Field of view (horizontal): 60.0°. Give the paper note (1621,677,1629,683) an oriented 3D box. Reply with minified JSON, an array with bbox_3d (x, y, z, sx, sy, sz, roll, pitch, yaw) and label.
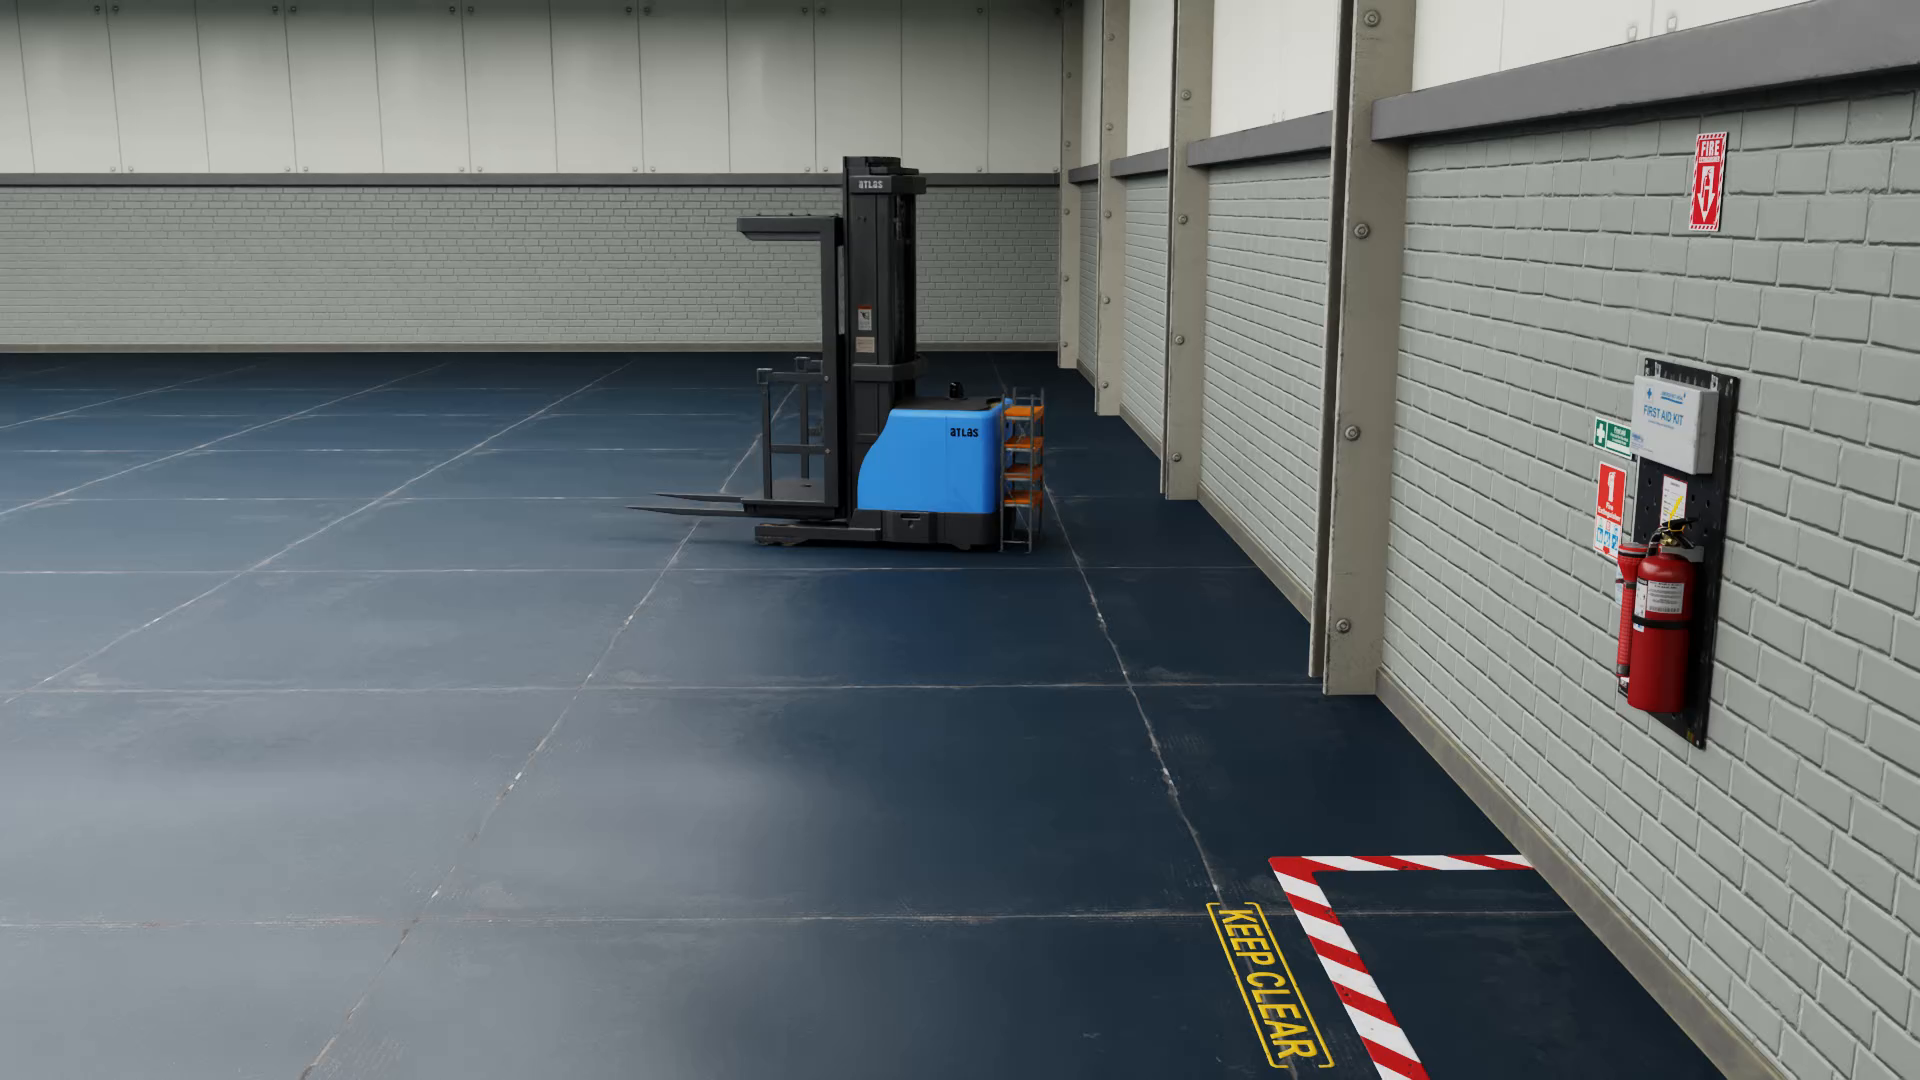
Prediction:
[{"bbox_3d":[2.292,0.420,5.659,0.016,0.148,0.142,0,11,-1],"label":"paper note"}]

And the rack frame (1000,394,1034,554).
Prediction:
[{"bbox_3d":[0.427,-0.491,12.459,0.240,1.200,0.015,3,12,11],"label":"rack frame"}]

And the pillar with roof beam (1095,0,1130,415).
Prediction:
[{"bbox_3d":[-2.436,-5.985,19.927,9.100,9.000,0.400,0,11,-1],"label":"pillar with roof beam"}]

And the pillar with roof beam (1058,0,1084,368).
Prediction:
[{"bbox_3d":[-2.560,-7.178,25.806,9.100,9.000,0.400,0,11,-1],"label":"pillar with roof beam"}]

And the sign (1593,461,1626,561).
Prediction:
[{"bbox_3d":[2.318,-0.104,5.937,0.001,0.329,0.234,0,11,-1],"label":"sign"}]

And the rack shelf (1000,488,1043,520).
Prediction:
[{"bbox_3d":[0.475,-0.278,12.747,0.258,0.148,0.480,3,12,11],"label":"rack shelf"}]

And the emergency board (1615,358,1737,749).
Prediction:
[{"bbox_3d":[2.227,0.024,5.396,0.194,1.169,0.643,0,11,-1],"label":"emergency board"}]

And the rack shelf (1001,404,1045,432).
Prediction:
[{"bbox_3d":[0.479,-0.924,12.615,0.258,0.148,0.480,3,12,11],"label":"rack shelf"}]

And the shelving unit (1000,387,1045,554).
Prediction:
[{"bbox_3d":[0.477,-0.539,12.694,0.258,1.200,0.503,3,12,11],"label":"shelving unit"}]

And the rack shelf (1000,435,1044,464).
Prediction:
[{"bbox_3d":[0.478,-0.692,12.662,0.258,0.148,0.480,3,12,11],"label":"rack shelf"}]

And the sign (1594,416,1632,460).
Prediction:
[{"bbox_3d":[2.310,-0.363,5.879,0.001,0.109,0.331,0,11,-1],"label":"sign"}]

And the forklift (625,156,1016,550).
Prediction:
[{"bbox_3d":[-1.119,-1.486,13.014,3.031,2.935,1.130,2,12,11],"label":"forklift"}]

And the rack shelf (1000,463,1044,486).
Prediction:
[{"bbox_3d":[0.476,-0.473,12.707,0.258,0.148,0.480,3,12,11],"label":"rack shelf"}]

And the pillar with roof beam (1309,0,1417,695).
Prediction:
[{"bbox_3d":[-2.188,-3.600,8.169,9.100,9.000,0.400,0,11,-1],"label":"pillar with roof beam"}]

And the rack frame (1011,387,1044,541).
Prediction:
[{"bbox_3d":[0.526,-0.586,12.928,0.240,1.200,0.015,3,12,11],"label":"rack frame"}]

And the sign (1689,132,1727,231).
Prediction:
[{"bbox_3d":[2.326,-1.114,5.176,0.001,0.298,0.199,0,11,-1],"label":"sign"}]

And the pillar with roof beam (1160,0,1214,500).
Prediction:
[{"bbox_3d":[-2.312,-4.792,14.048,9.100,9.000,0.400,0,11,-1],"label":"pillar with roof beam"}]
